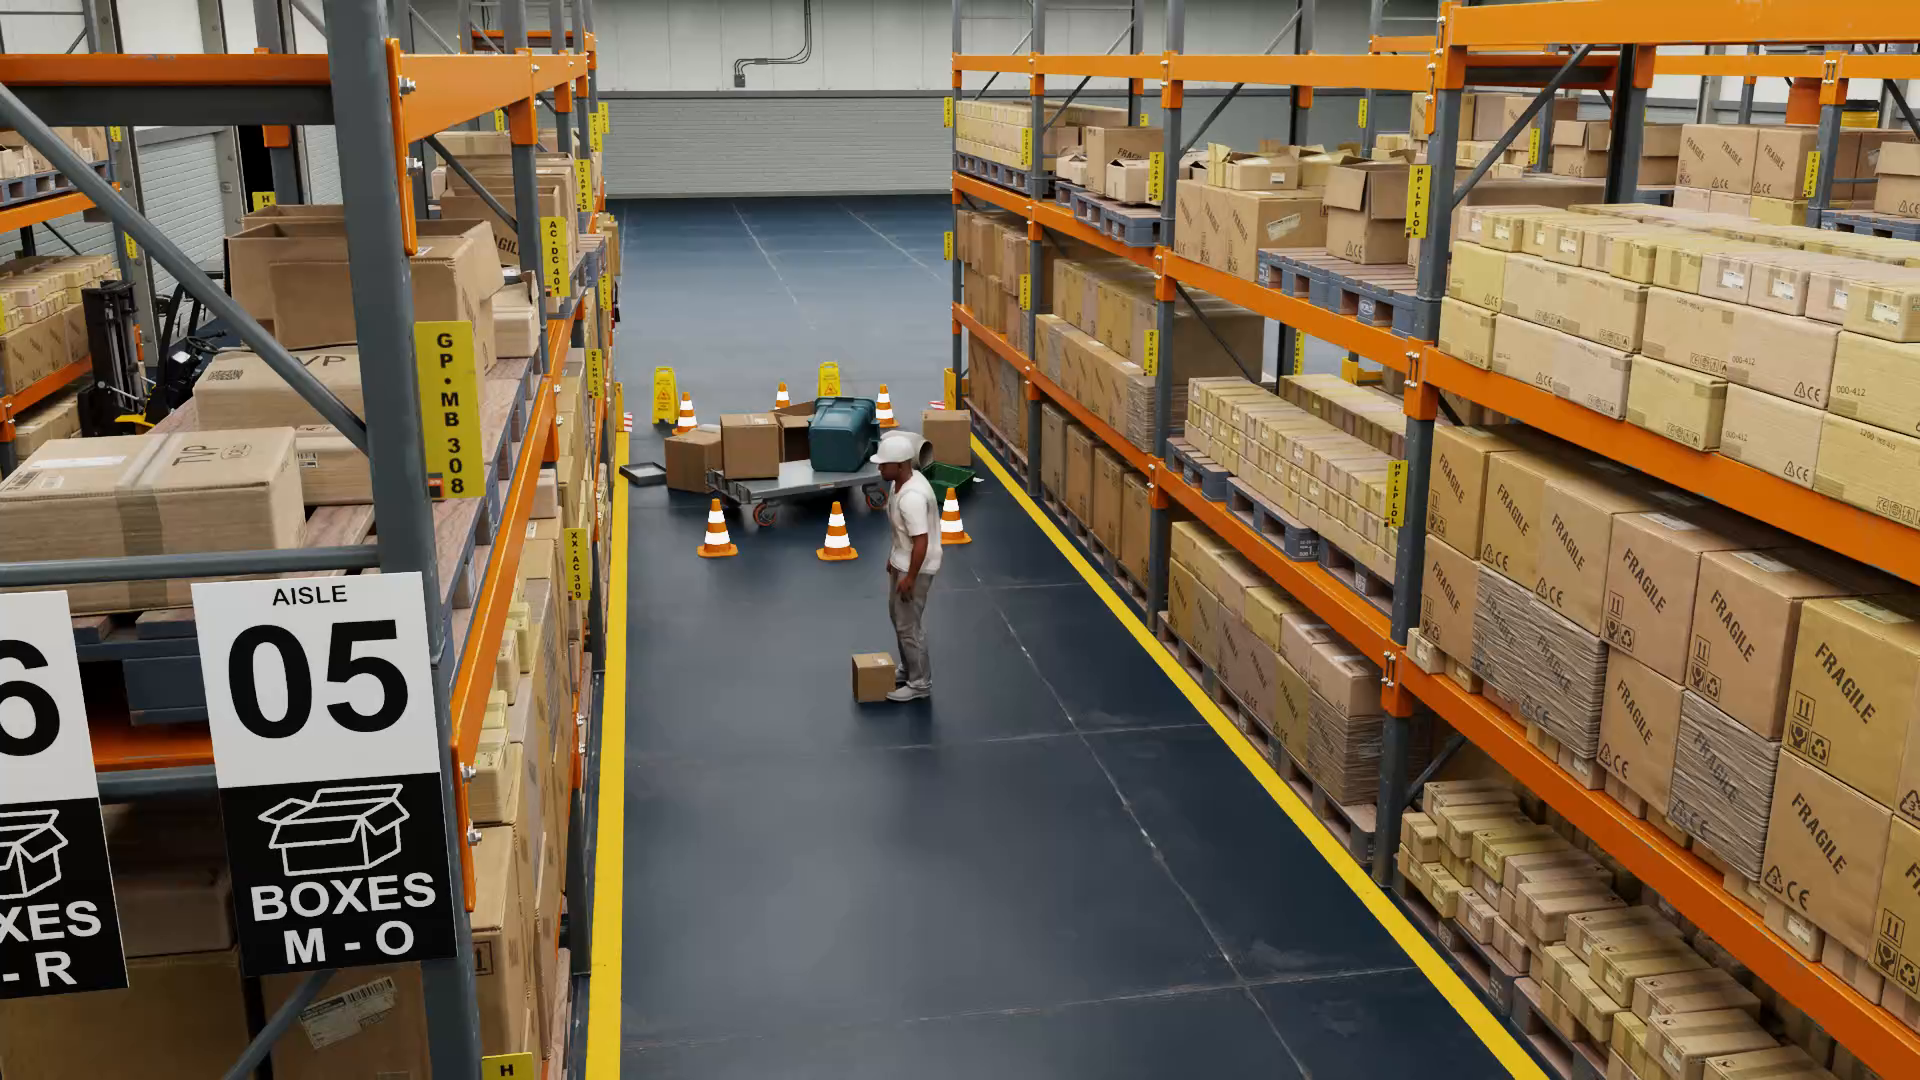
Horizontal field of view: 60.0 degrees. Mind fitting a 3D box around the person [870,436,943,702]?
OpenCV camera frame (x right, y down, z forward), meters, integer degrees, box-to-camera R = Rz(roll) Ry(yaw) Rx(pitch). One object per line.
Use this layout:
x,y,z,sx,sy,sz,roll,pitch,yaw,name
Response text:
-0.354,0.173,10.907,0.456,1.761,0.627,-3,17,-10,person
